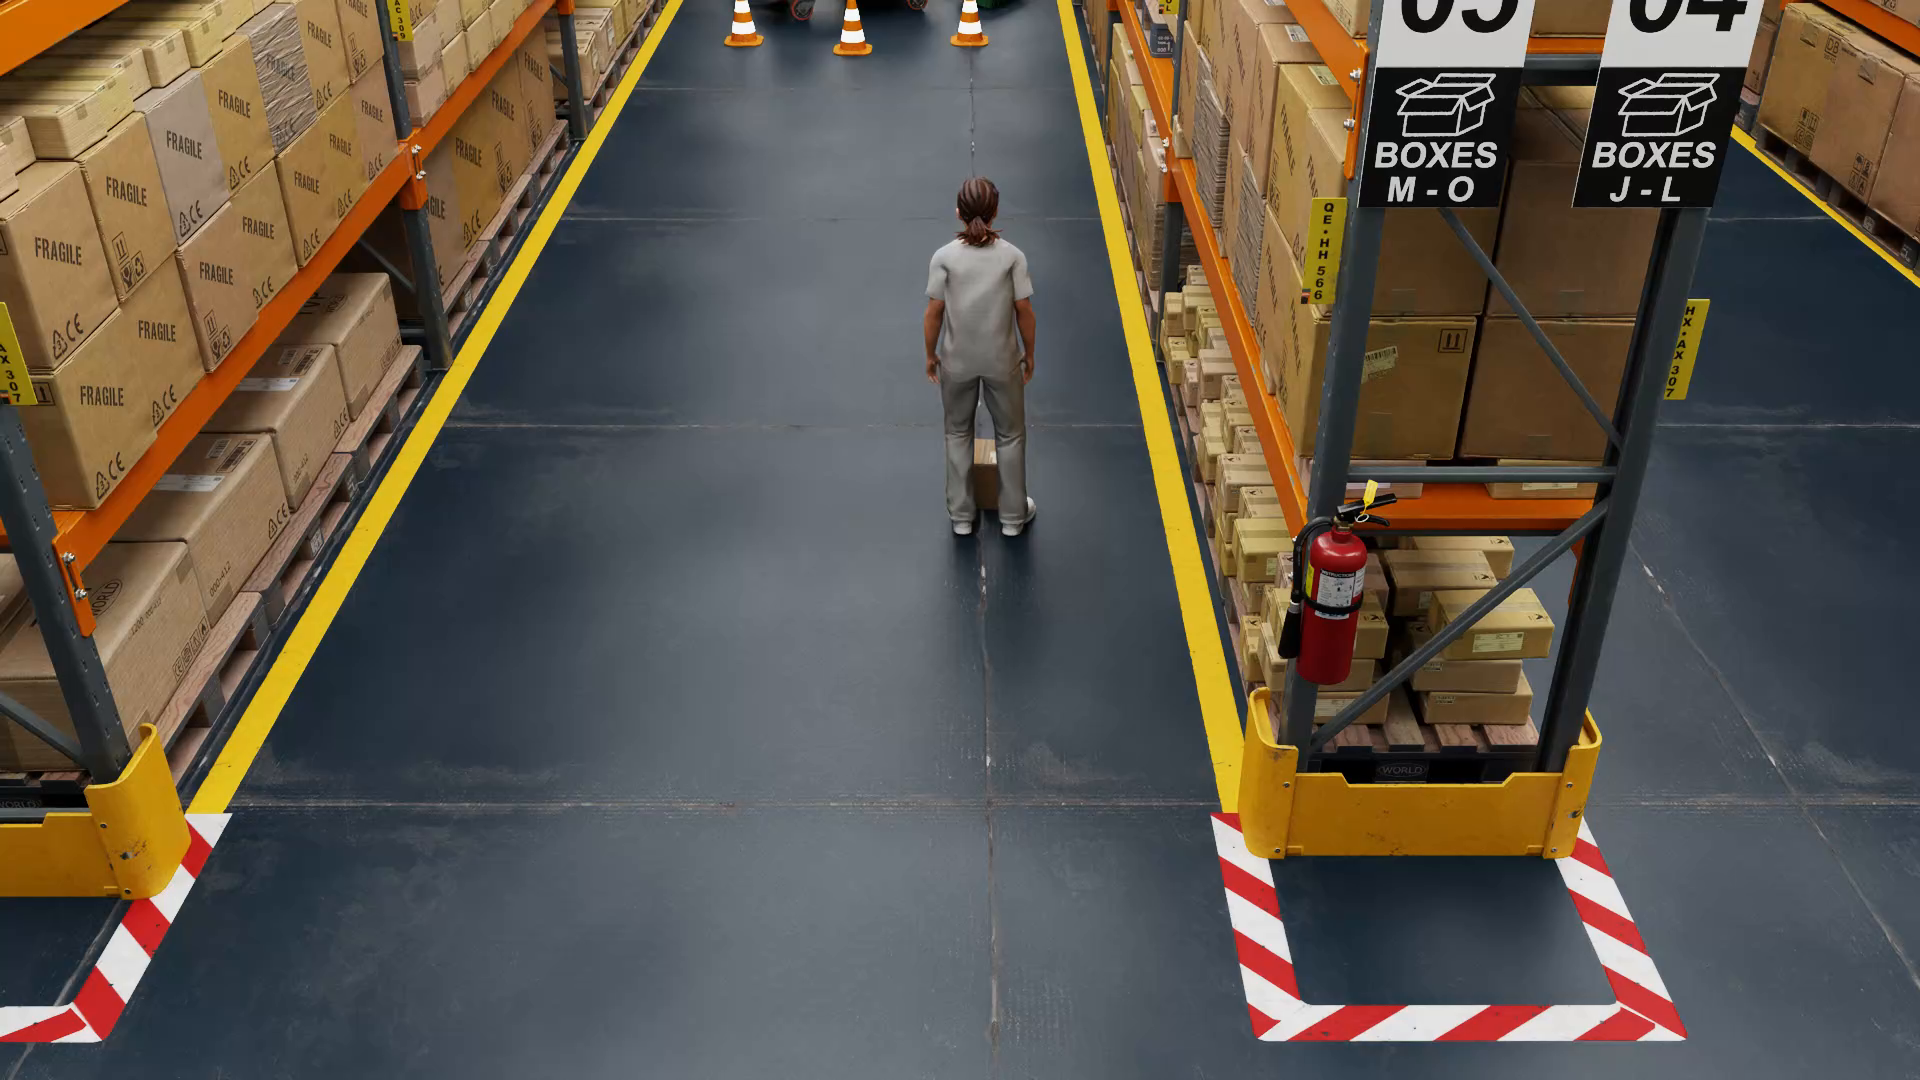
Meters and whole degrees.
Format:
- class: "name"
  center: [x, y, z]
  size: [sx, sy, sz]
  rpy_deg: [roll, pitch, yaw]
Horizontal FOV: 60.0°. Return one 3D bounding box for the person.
- class: "person"
  center: [0.099, -0.793, 7.423]
  size: [0.514, 1.672, 0.355]
  rpy_deg: [1, 32, 2]
